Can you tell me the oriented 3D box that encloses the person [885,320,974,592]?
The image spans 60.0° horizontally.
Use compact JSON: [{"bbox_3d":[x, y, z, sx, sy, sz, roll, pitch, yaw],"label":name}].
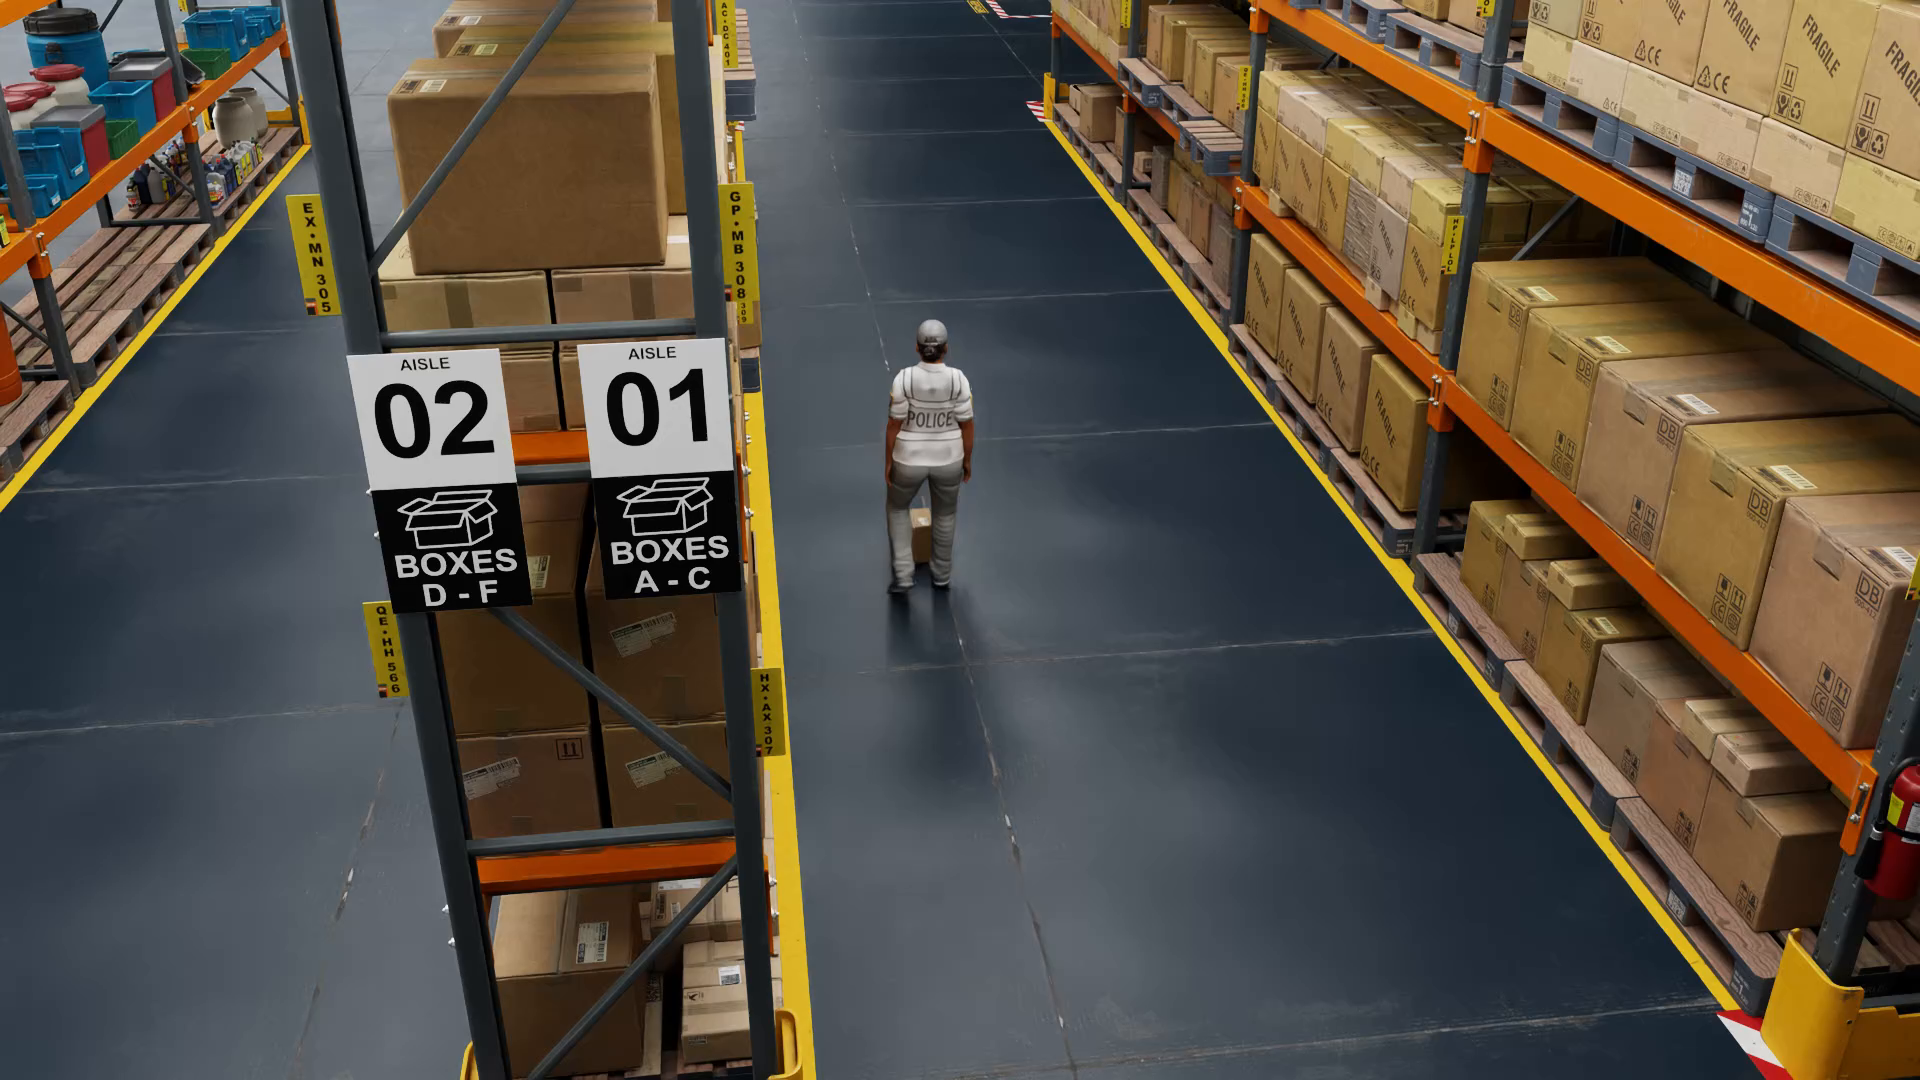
[{"bbox_3d":[-0.185,-0.458,9.492,0.508,1.696,0.486,-4,28,-7],"label":"person"}]
